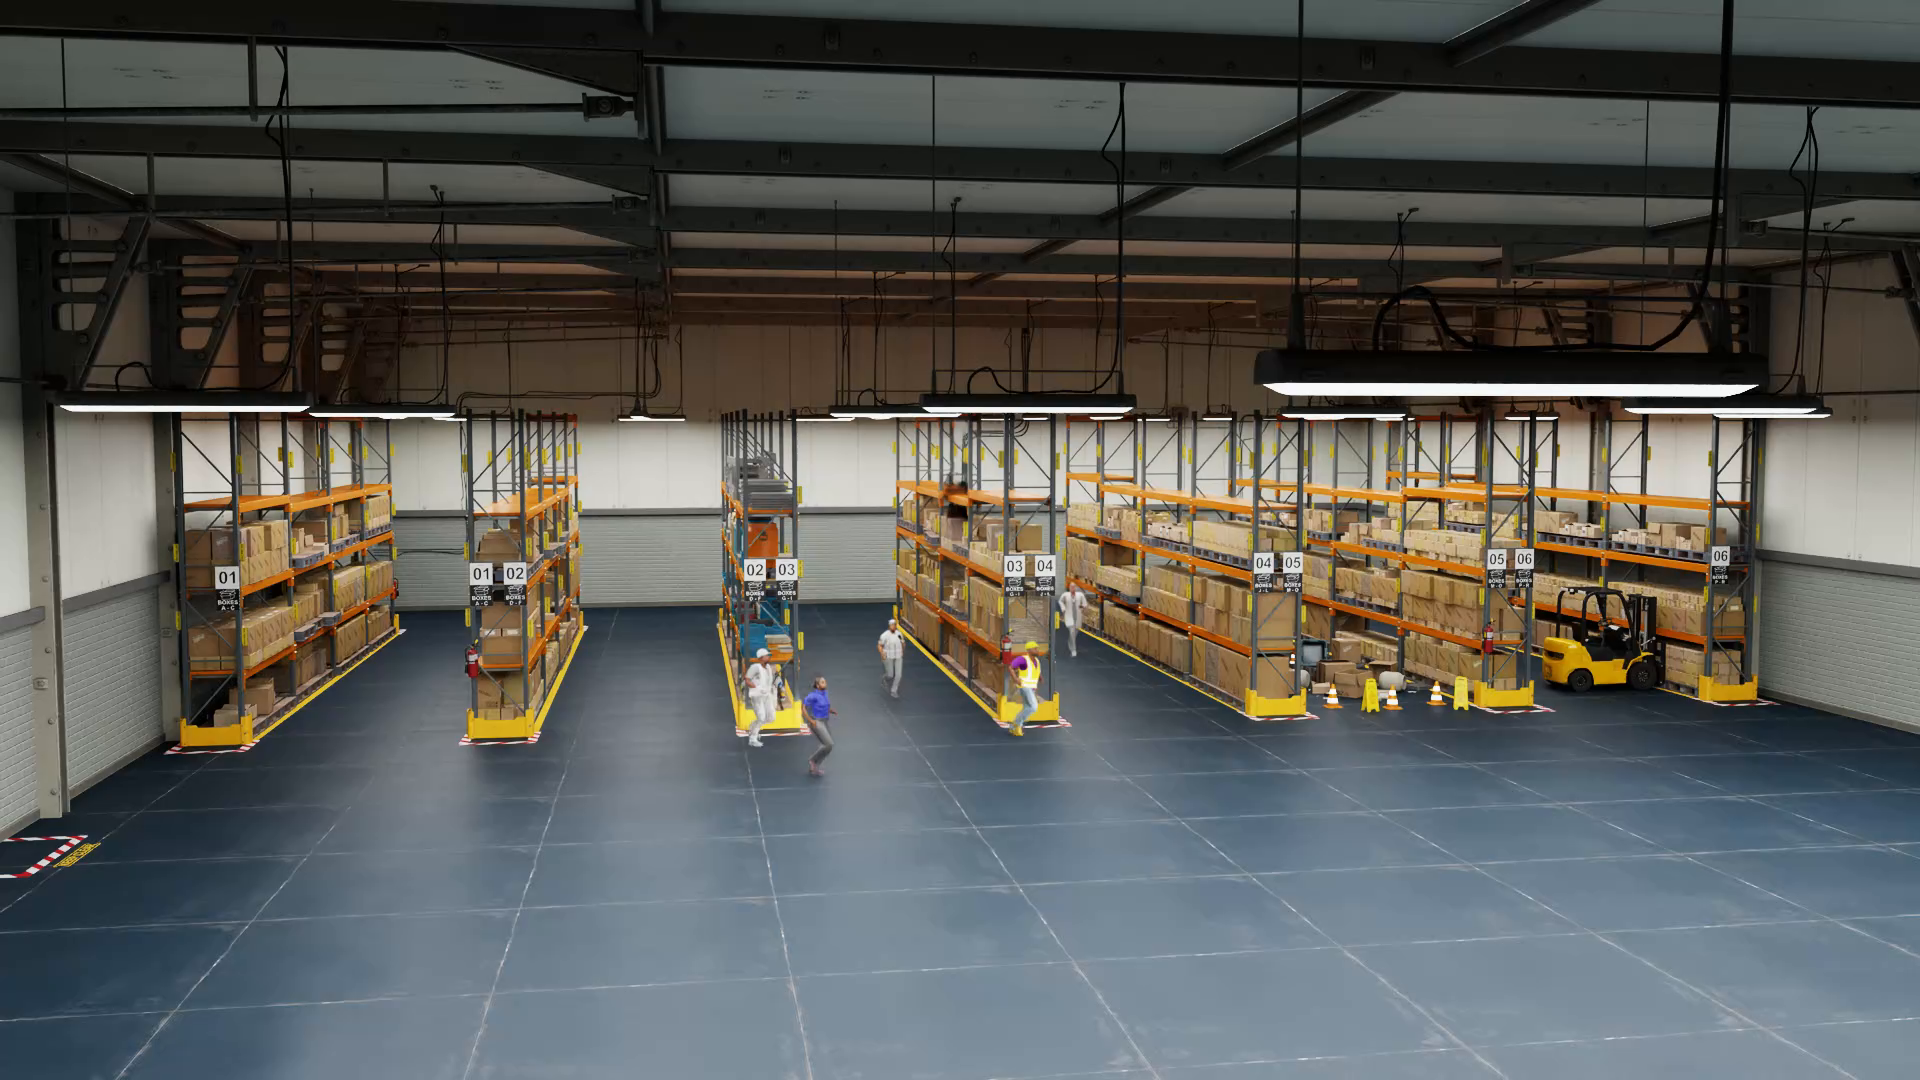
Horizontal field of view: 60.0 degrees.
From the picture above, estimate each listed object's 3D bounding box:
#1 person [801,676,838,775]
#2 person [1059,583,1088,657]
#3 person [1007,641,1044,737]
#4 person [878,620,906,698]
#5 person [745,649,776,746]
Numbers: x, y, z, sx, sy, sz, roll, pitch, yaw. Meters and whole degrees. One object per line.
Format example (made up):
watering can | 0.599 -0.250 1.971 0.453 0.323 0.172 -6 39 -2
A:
person | -2.232 3.020 27.016 0.522 1.612 0.642 2 4 26
person | 2.829 1.950 41.326 0.686 1.804 0.987 0 4 -7
person | 1.253 2.725 30.572 0.613 1.727 0.697 3 5 32
person | -1.425 2.483 35.037 0.614 1.631 0.575 -1 4 -19
person | -3.566 2.798 29.809 0.576 1.705 0.697 2 5 32
